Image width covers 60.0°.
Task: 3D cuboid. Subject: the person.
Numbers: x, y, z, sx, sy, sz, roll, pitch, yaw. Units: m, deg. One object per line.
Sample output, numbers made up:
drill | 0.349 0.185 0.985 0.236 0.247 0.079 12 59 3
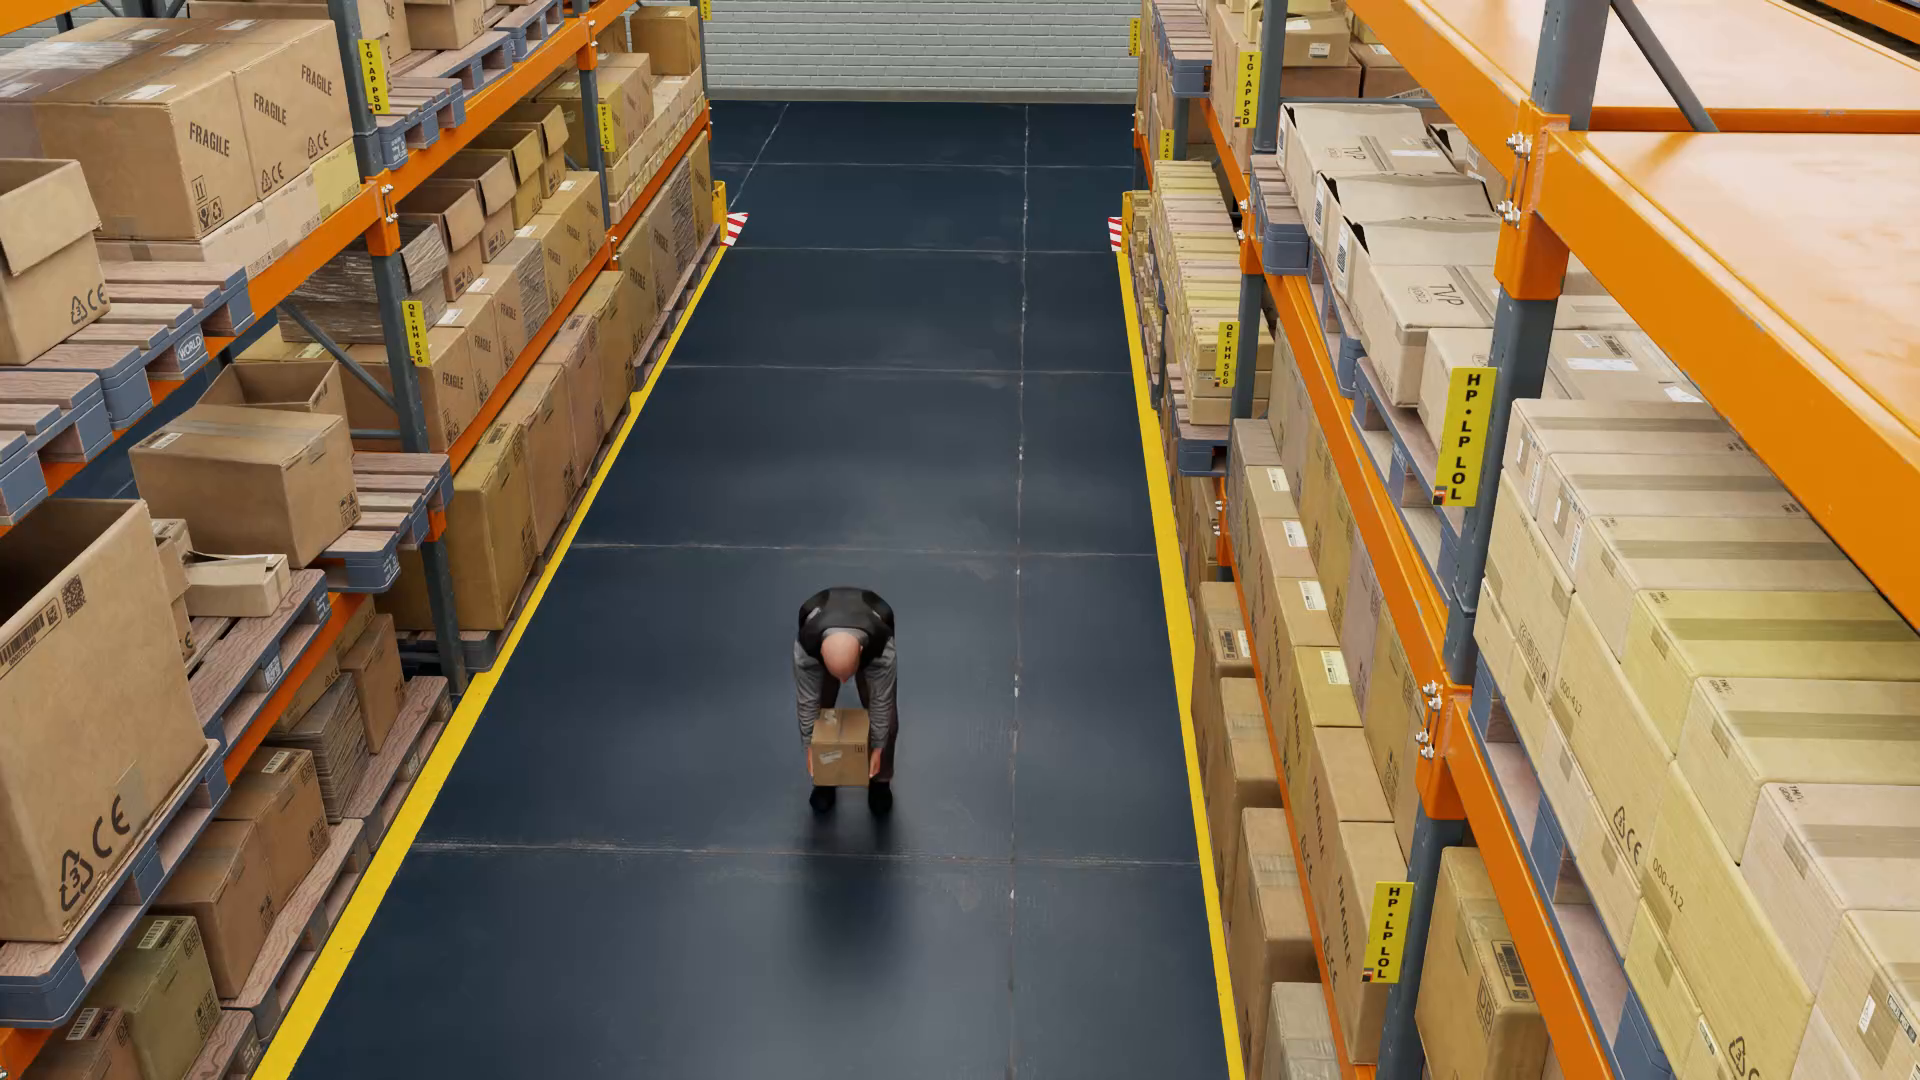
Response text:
person | -0.520 0.784 7.674 0.480 1.245 0.918 0 28 0
